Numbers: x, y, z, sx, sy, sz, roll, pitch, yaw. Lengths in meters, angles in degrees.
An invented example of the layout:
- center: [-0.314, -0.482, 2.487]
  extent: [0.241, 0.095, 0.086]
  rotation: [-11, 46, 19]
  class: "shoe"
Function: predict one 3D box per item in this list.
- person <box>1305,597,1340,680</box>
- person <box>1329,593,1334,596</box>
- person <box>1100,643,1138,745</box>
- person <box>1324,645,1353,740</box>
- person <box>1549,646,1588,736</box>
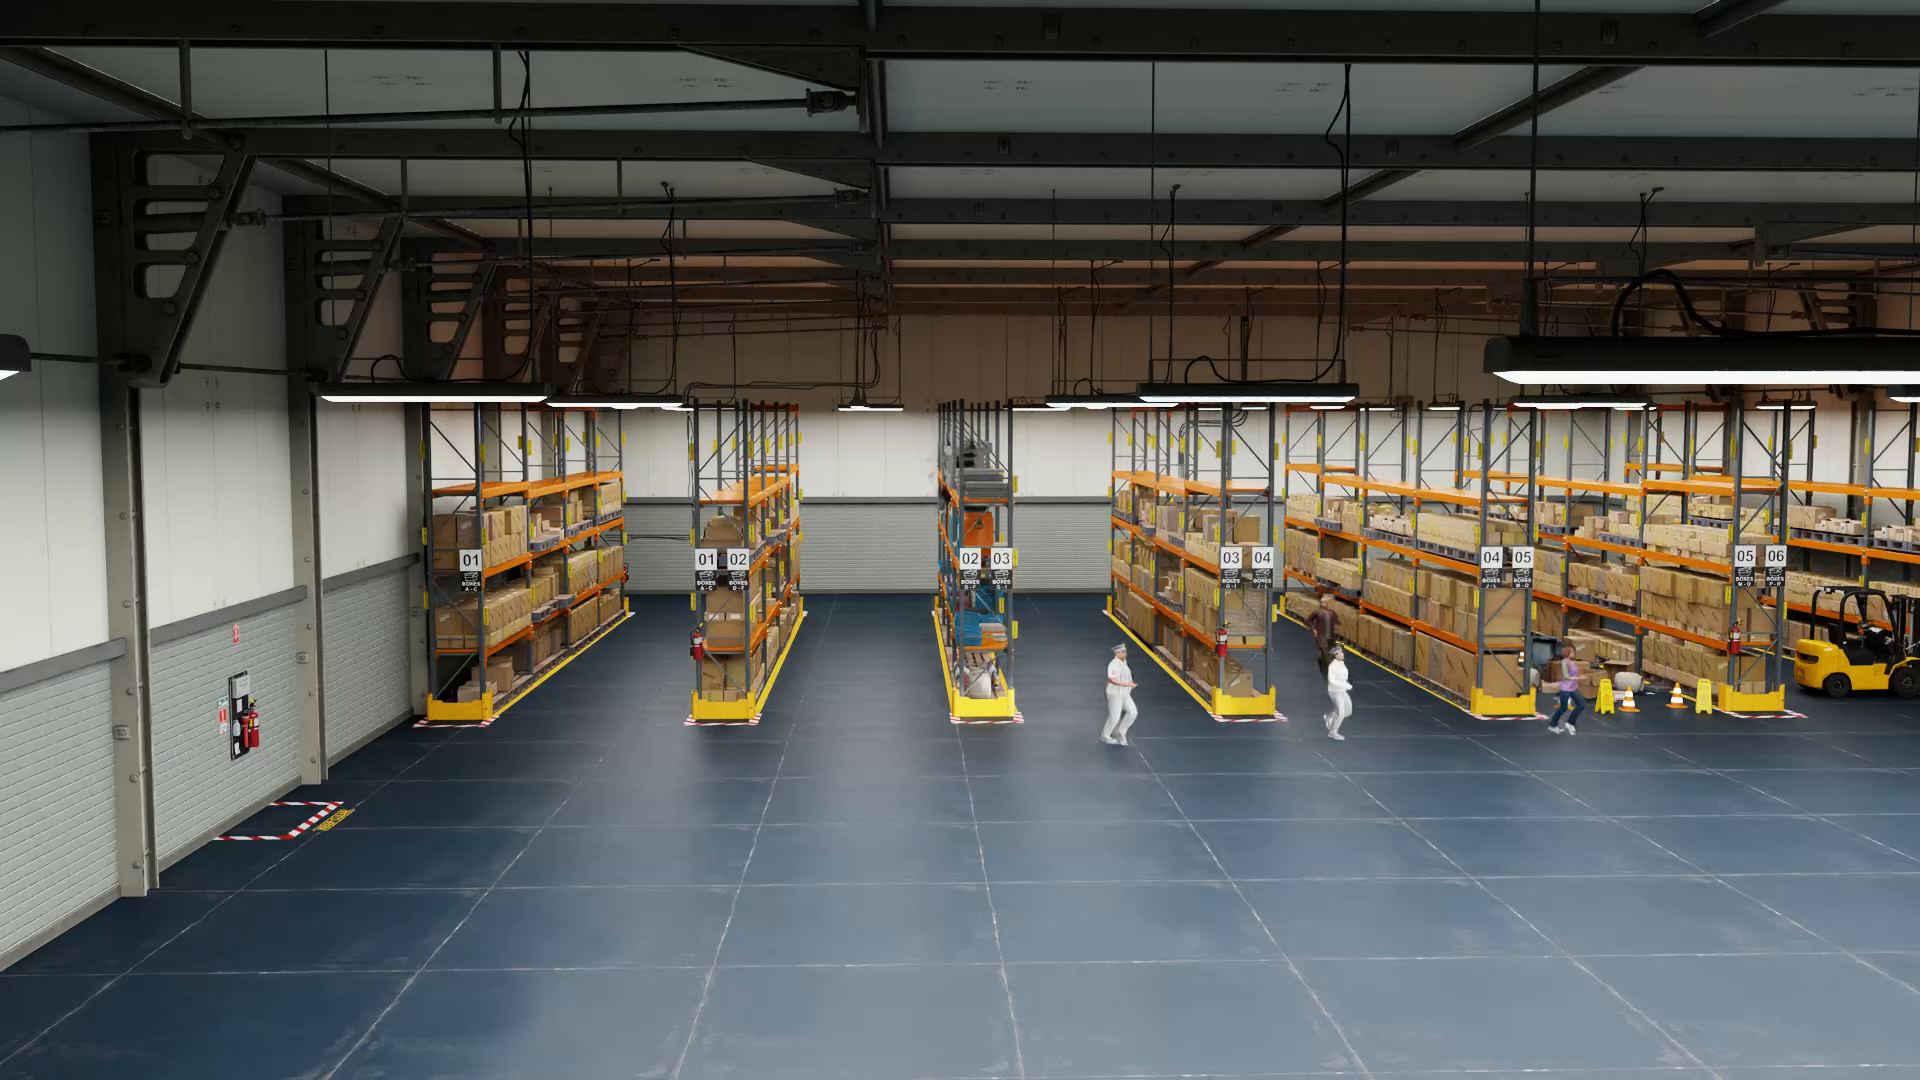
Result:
- center: [7.868, 2.115, 35.931]
  extent: [0.719, 1.751, 0.965]
  rotation: [-1, 4, -15]
  class: "person"
- center: [11.112, 1.095, 49.305]
  extent: [0.893, 1.773, 0.693]
  rotation: [-2, 5, -20]
  class: "person"
- center: [2.782, 2.681, 28.699]
  extent: [0.722, 1.824, 0.680]
  rotation: [3, 5, 36]
  class: "person"
- center: [6.668, 2.674, 29.291]
  extent: [0.554, 1.665, 0.658]
  rotation: [3, 5, 32]
  class: "person"
- center: [10.814, 2.681, 29.535]
  extent: [0.508, 1.611, 0.672]
  rotation: [-4, 6, -44]
  class: "person"
